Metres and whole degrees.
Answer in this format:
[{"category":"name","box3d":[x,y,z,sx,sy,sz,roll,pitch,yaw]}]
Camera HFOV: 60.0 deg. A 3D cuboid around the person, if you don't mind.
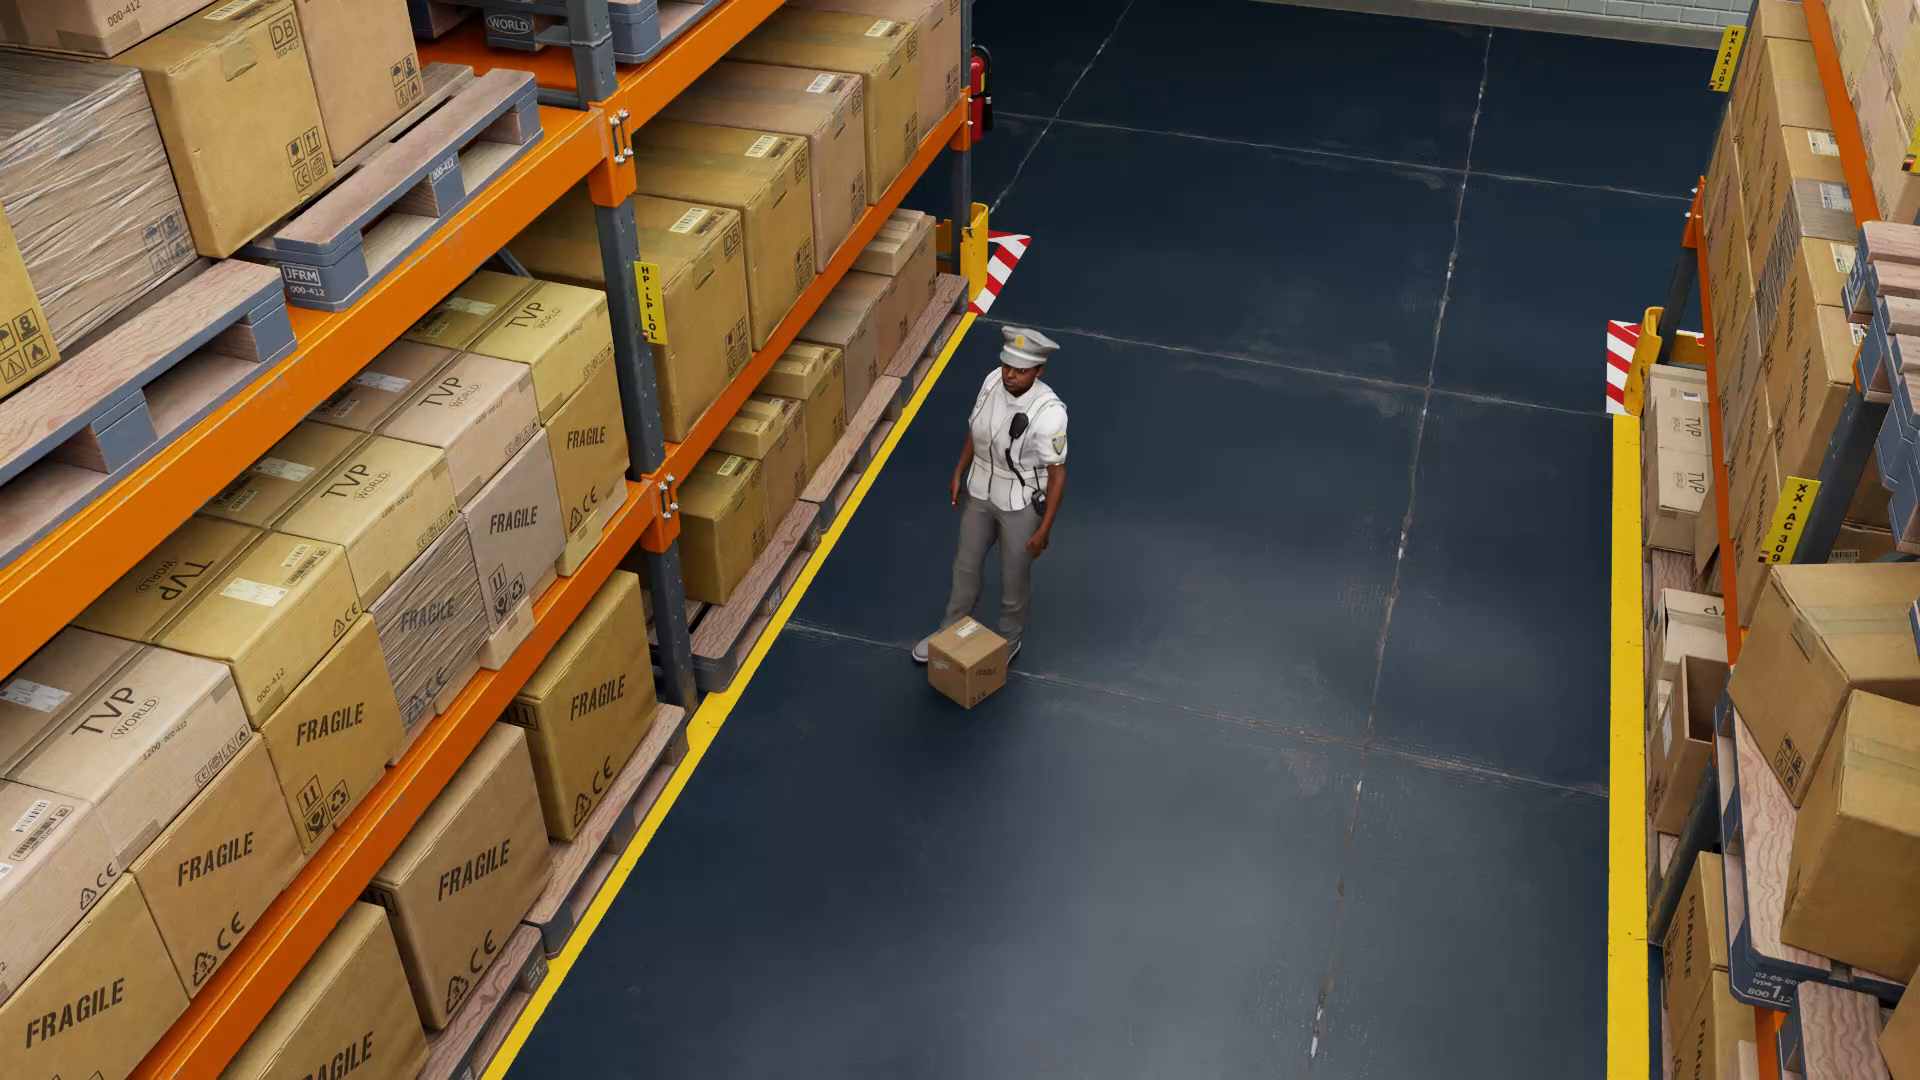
[{"category":"person","box3d":[0.145,-0.146,7.040,0.569,1.695,0.530,29,46,33]}]
